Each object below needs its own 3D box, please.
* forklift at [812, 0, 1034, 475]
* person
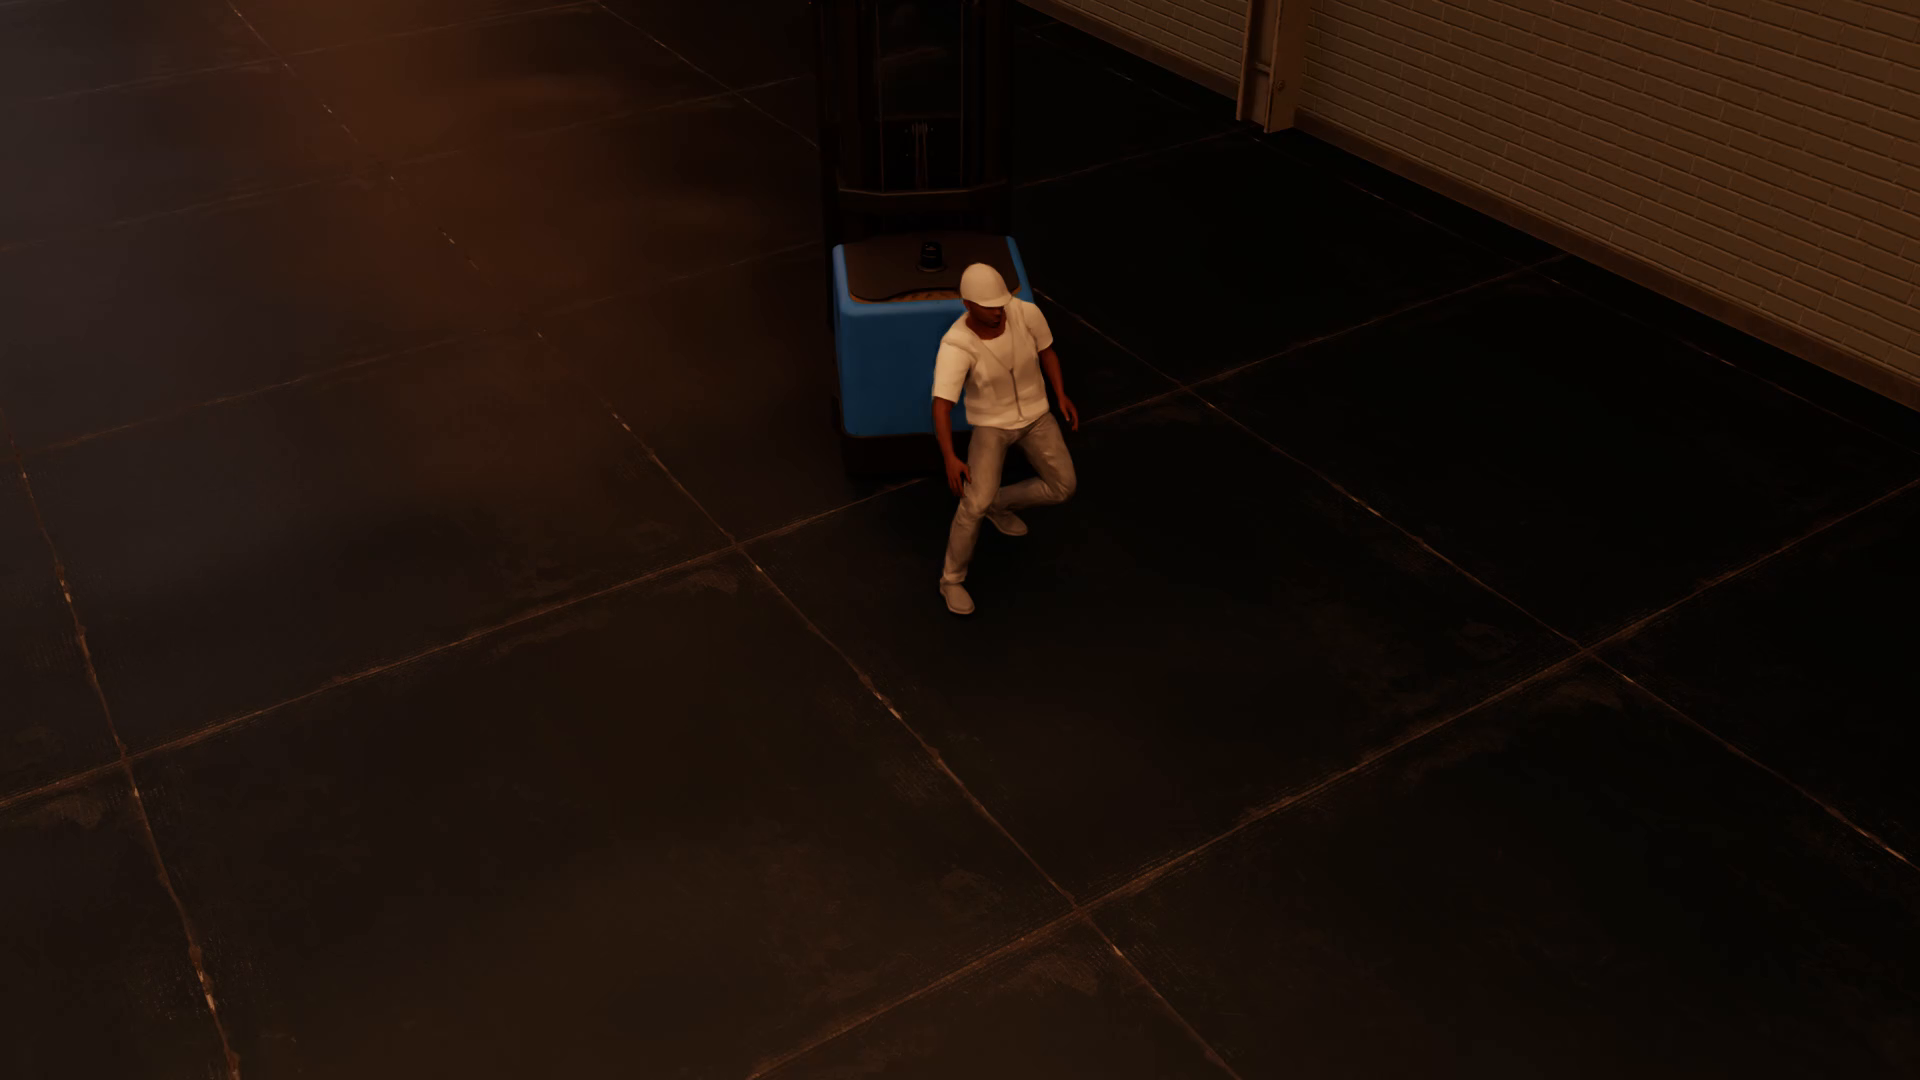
[{"bbox_3d":[-0.278,-2.388,9.547,1.130,2.935,3.031,-4,35,-5],"label":"forklift"},{"bbox_3d":[0.196,-0.525,8.029,0.789,1.640,0.676,-15,38,-21],"label":"person"}]
